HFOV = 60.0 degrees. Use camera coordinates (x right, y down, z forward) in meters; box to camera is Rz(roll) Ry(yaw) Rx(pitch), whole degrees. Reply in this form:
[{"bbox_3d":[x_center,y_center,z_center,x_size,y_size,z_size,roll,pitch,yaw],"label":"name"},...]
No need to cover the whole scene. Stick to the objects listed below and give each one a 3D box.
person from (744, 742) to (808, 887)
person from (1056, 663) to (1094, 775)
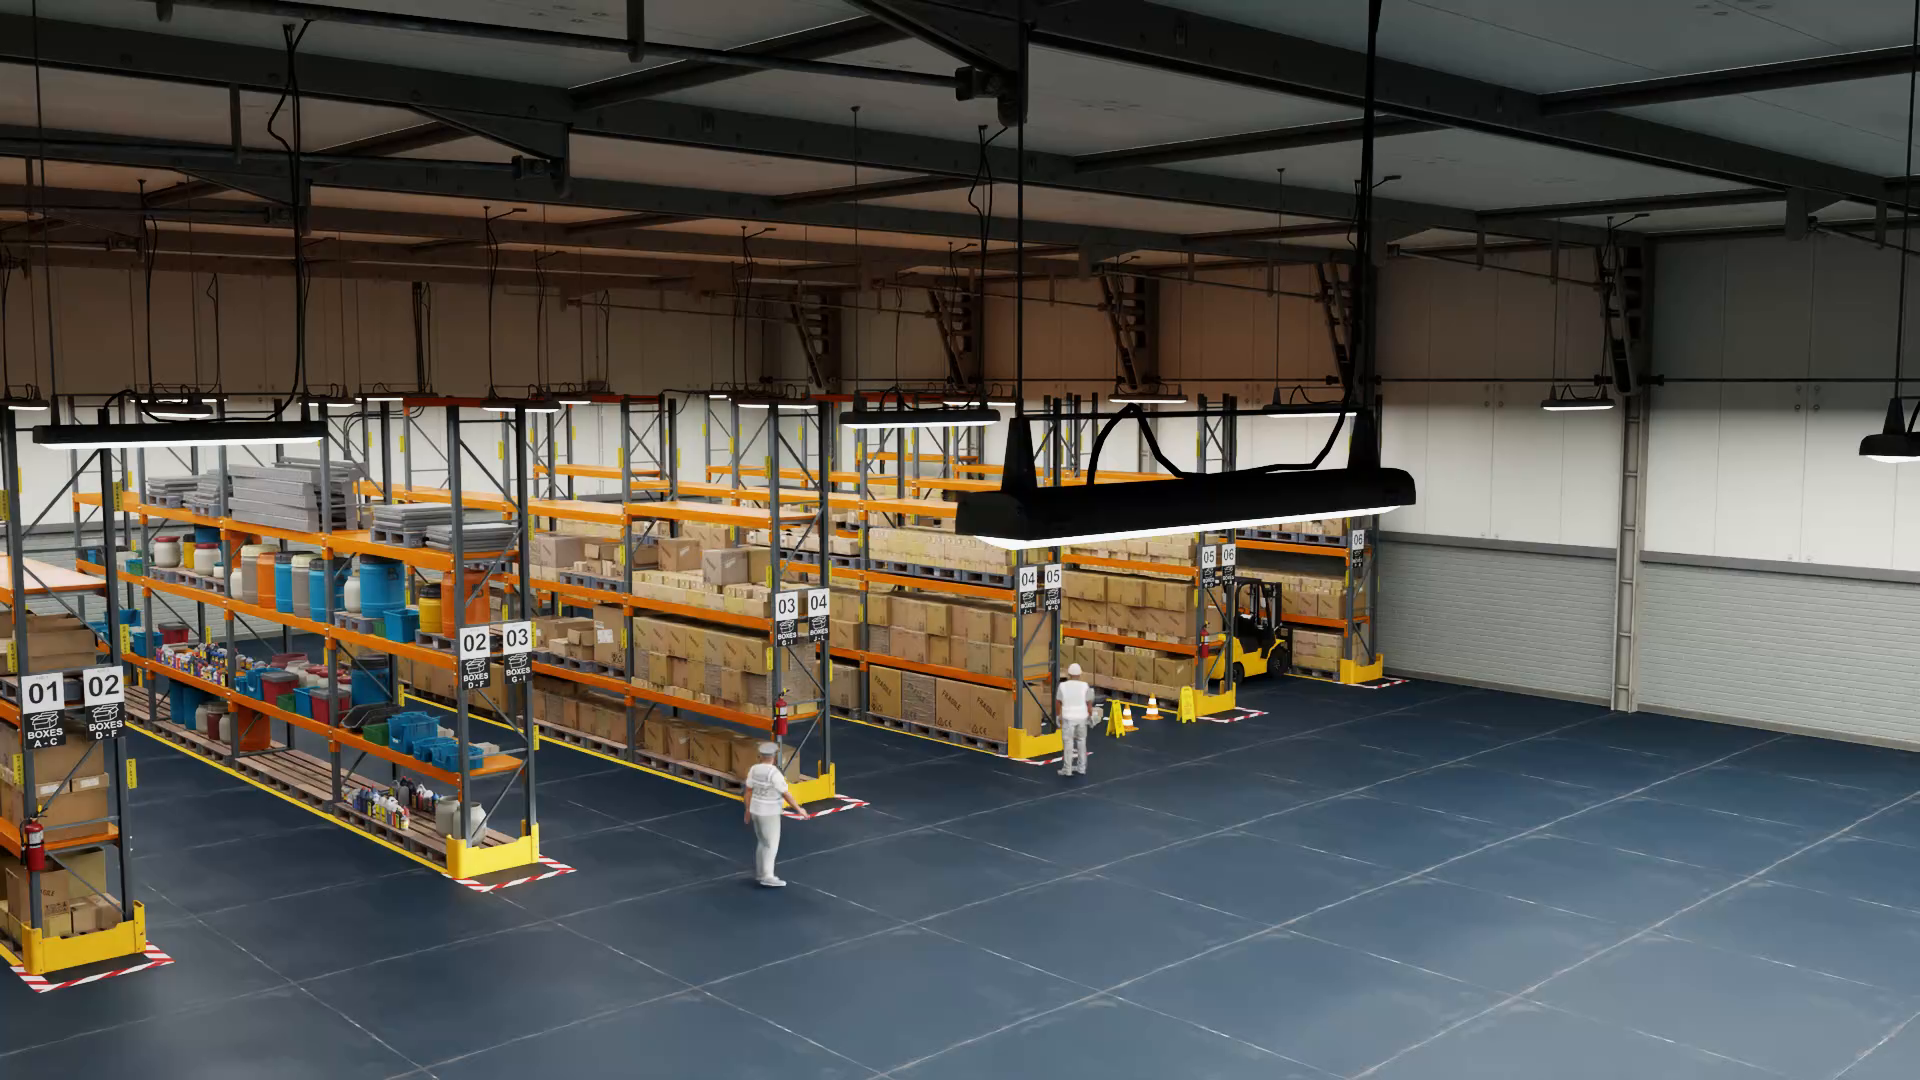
[{"bbox_3d":[-2.307,3.444,20.888,0.607,1.806,0.627,-4,7,-36],"label":"person"},{"bbox_3d":[1.840,2.859,26.623,0.601,1.794,0.430,-2,6,-16],"label":"person"}]
